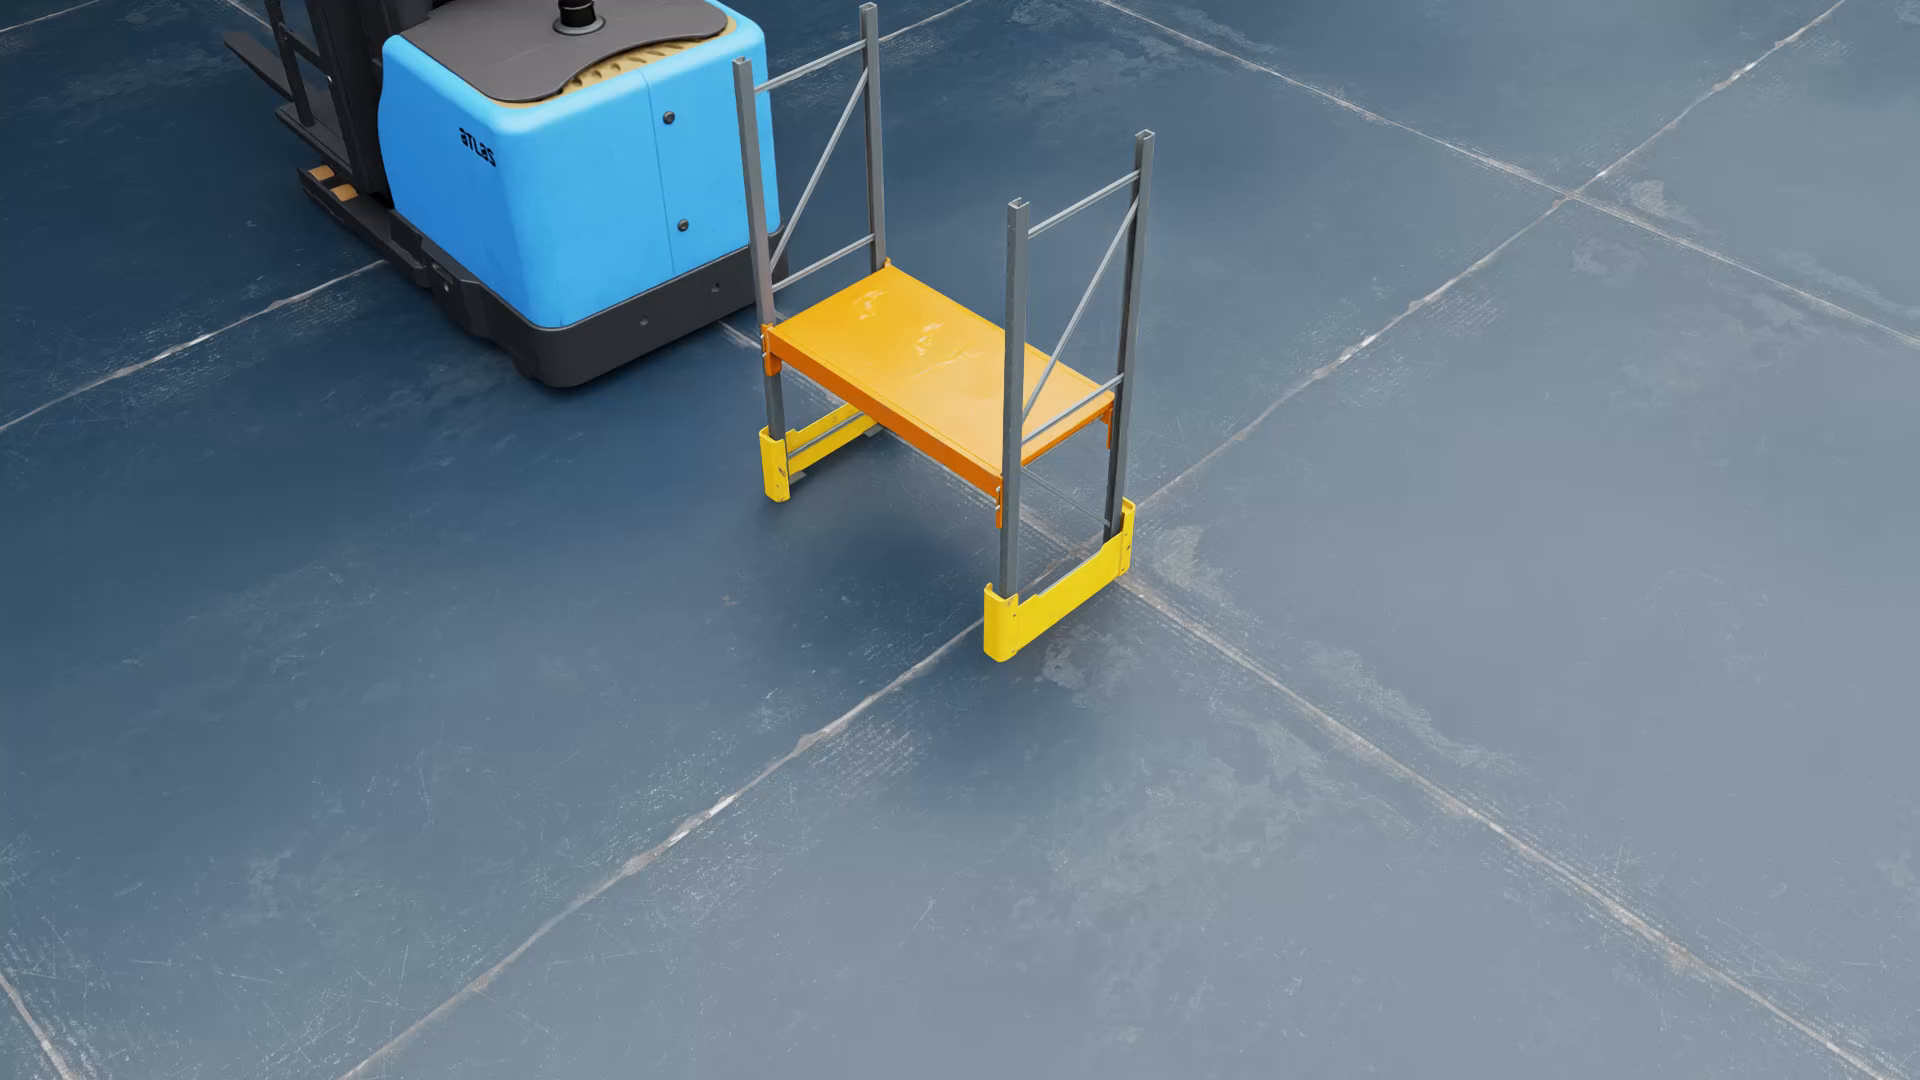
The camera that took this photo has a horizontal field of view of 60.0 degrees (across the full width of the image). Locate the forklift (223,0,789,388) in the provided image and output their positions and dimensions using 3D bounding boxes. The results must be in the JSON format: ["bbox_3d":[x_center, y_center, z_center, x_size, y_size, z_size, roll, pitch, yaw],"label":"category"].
[{"bbox_3d":[-1.992,-2.520,5.817,1.130,2.935,3.031,-31,51,-29],"label":"forklift"}]

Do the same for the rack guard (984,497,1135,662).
[{"bbox_3d":[0.298,0.111,4.946,0.587,0.250,0.087,-34,53,-31],"label":"rack guard"}]

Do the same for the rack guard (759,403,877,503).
[{"bbox_3d":[-0.406,-0.368,5.464,0.587,0.250,0.087,-34,53,-31],"label":"rack guard"}]

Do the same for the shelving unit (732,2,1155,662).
[{"bbox_3d":[-0.054,-0.587,4.781,0.587,1.500,1.083,-34,53,-31],"label":"shelving unit"}]

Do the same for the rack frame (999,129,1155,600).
[{"bbox_3d":[0.299,-0.348,4.521,0.500,1.500,0.032,-34,53,-31],"label":"rack frame"}]

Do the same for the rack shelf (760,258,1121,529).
[{"bbox_3d":[-0.060,-0.460,4.907,0.538,0.185,1.000,-34,53,-31],"label":"rack shelf"}]

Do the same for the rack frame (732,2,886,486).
[{"bbox_3d":[-0.419,-0.836,5.050,0.500,1.500,0.032,-34,53,-31],"label":"rack frame"}]
